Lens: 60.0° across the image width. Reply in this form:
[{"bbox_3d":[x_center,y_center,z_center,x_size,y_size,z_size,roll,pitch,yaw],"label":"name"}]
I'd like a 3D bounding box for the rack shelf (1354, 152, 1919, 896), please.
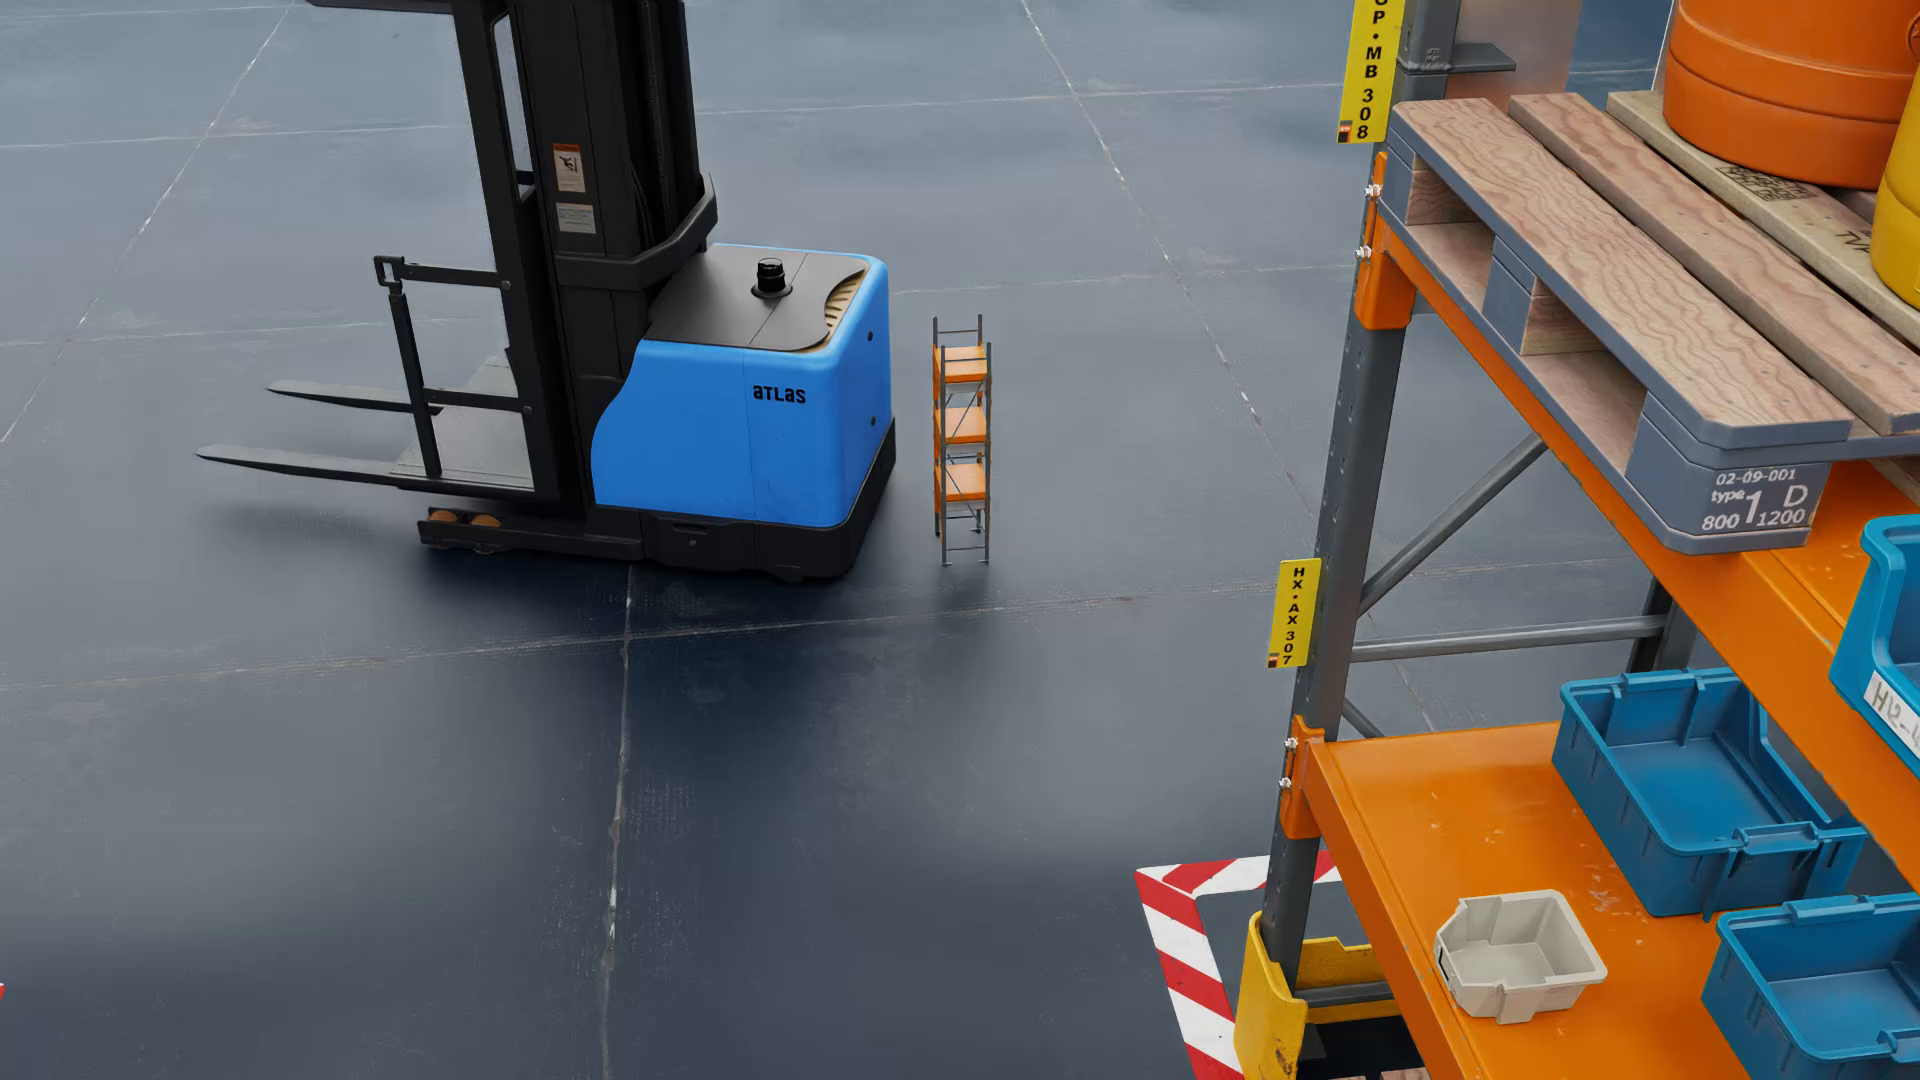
[{"bbox_3d":[1.632,0.431,1.929,1.077,0.370,4.000,-4,35,-6],"label":"rack shelf"}]

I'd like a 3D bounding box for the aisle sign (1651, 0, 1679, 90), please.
[{"bbox_3d":[1.648,-0.879,3.568,0.394,0.787,0.004,-4,35,-6],"label":"aisle sign"}]

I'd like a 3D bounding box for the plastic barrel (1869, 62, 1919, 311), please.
[{"bbox_3d":[1.642,-0.607,2.273,0.600,0.588,0.600,0,34,0],"label":"plastic barrel"}]

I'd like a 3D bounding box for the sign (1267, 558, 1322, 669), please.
[{"bbox_3d":[0.818,0.182,4.073,0.100,0.325,0.005,-4,35,-6],"label":"sign"}]

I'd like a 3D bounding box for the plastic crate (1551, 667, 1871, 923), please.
[{"bbox_3d":[1.727,0.576,3.874,0.499,0.251,0.616,-4,35,-6],"label":"plastic crate"}]

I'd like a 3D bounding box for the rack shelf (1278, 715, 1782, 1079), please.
[{"bbox_3d":[1.632,1.671,2.773,1.077,0.370,4.000,-4,35,-6],"label":"rack shelf"}]

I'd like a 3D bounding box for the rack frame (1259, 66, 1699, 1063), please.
[{"bbox_3d":[1.363,0.258,4.209,1.000,3.000,0.127,-4,35,-6],"label":"rack frame"}]

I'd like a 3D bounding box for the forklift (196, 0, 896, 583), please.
[{"bbox_3d":[-1.864,-1.435,6.753,3.031,2.935,1.130,6,35,9],"label":"forklift"}]

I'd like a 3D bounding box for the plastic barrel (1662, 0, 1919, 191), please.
[{"bbox_3d":[1.555,-1.071,2.741,0.600,0.830,0.708,-4,35,-6],"label":"plastic barrel"}]

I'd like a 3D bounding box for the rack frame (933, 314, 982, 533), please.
[{"bbox_3d":[-0.009,-0.472,7.010,0.200,1.050,0.008,-4,35,-6],"label":"rack frame"}]

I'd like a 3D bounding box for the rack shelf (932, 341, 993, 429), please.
[{"bbox_3d":[0.007,-0.630,6.757,0.215,0.259,0.240,-4,35,-6],"label":"rack shelf"}]

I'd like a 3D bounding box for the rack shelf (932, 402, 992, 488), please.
[{"bbox_3d":[0.007,-0.395,6.916,0.215,0.259,0.240,-4,35,-6],"label":"rack shelf"}]

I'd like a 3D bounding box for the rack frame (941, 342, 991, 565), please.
[{"bbox_3d":[0.024,-0.336,6.811,0.200,1.050,0.008,-4,35,-6],"label":"rack frame"}]

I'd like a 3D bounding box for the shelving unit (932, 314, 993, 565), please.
[{"bbox_3d":[0.007,-0.404,6.911,0.215,1.050,0.252,-4,35,-6],"label":"shelving unit"}]

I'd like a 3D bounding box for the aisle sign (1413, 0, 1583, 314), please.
[{"bbox_3d":[1.063,-0.835,3.503,0.394,0.787,0.004,-4,35,-6],"label":"aisle sign"}]

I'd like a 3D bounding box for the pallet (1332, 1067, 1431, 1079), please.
[{"bbox_3d":[1.524,1.902,4.271,1.003,0.211,1.213,-4,35,-6],"label":"pallet"}]

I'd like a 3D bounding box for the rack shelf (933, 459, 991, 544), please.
[{"bbox_3d":[0.007,-0.166,7.073,0.215,0.259,0.240,-4,35,-6],"label":"rack shelf"}]

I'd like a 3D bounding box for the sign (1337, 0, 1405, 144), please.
[{"bbox_3d":[0.818,-0.946,3.304,0.100,0.325,0.005,-4,35,-6],"label":"sign"}]

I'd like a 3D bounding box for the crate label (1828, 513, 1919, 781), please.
[{"bbox_3d":[1.288,0.149,1.836,0.502,0.251,0.408,-4,35,-6],"label":"crate label"}]

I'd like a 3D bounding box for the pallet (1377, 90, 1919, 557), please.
[{"bbox_3d":[1.378,-0.435,2.729,1.003,0.211,1.213,-4,35,-6],"label":"pallet"}]

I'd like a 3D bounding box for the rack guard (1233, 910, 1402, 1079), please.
[{"bbox_3d":[1.420,1.329,4.855,1.175,0.500,0.348,-4,35,-6],"label":"rack guard"}]

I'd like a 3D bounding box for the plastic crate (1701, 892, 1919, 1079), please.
[{"bbox_3d":[1.809,0.938,3.341,0.499,0.251,0.408,-4,35,-6],"label":"plastic crate"}]

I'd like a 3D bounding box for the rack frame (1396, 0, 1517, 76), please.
[{"bbox_3d":[1.363,-2.222,2.519,1.000,3.000,0.127,-4,35,-6],"label":"rack frame"}]

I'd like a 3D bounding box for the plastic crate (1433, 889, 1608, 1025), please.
[{"bbox_3d":[1.165,0.890,3.514,0.298,0.136,0.250,-4,35,-6],"label":"plastic crate"}]
